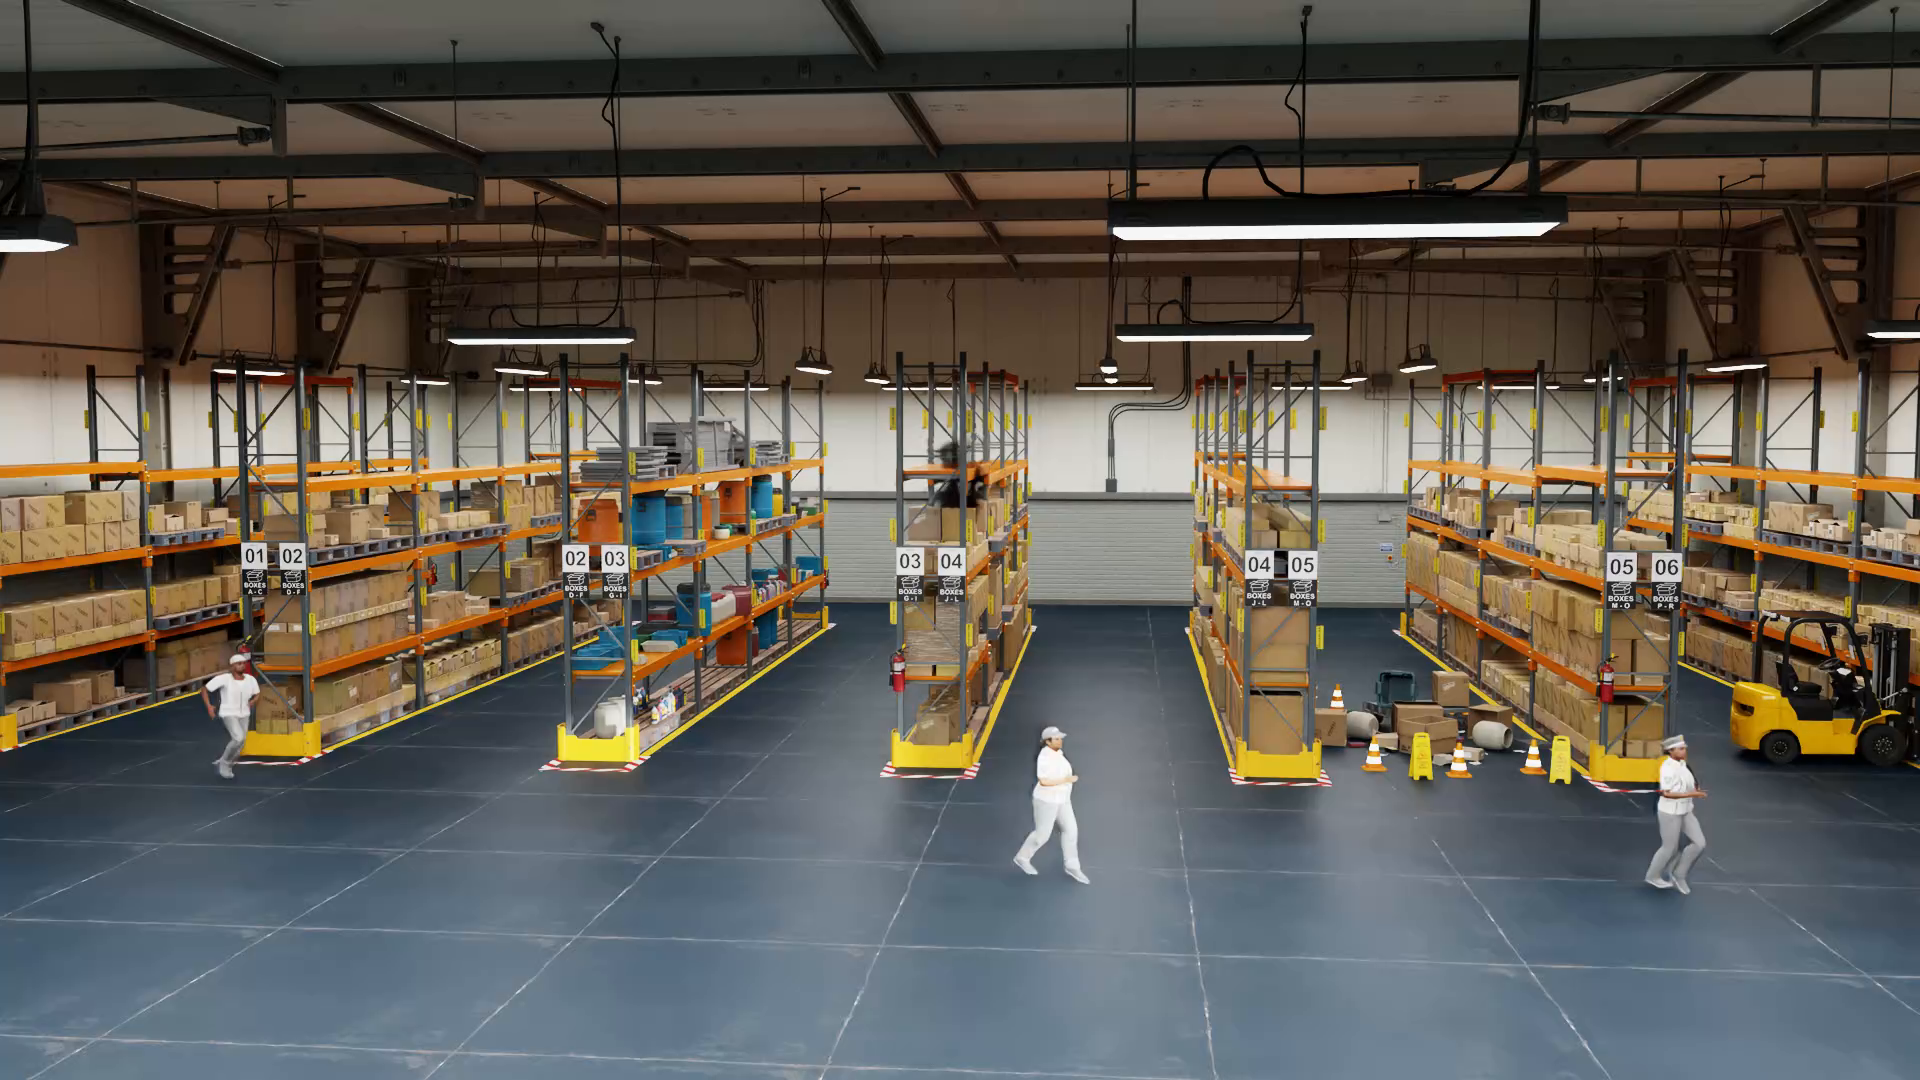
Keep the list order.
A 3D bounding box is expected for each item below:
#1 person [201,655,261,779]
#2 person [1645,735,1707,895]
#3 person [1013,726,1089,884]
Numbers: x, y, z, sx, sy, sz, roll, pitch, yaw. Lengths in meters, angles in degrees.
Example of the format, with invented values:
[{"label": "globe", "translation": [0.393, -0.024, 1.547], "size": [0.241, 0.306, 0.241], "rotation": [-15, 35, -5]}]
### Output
[{"label": "person", "translation": [-10.174, 2.482, 23.388], "size": [0.616, 1.726, 0.709], "rotation": [3, 5, 32]}, {"label": "person", "translation": [7.621, 2.915, 17.618], "size": [0.555, 1.727, 0.660], "rotation": [-3, 5, -38]}, {"label": "person", "translation": [0.983, 2.875, 18.116], "size": [0.838, 1.705, 0.593], "rotation": [2, 5, 30]}]
